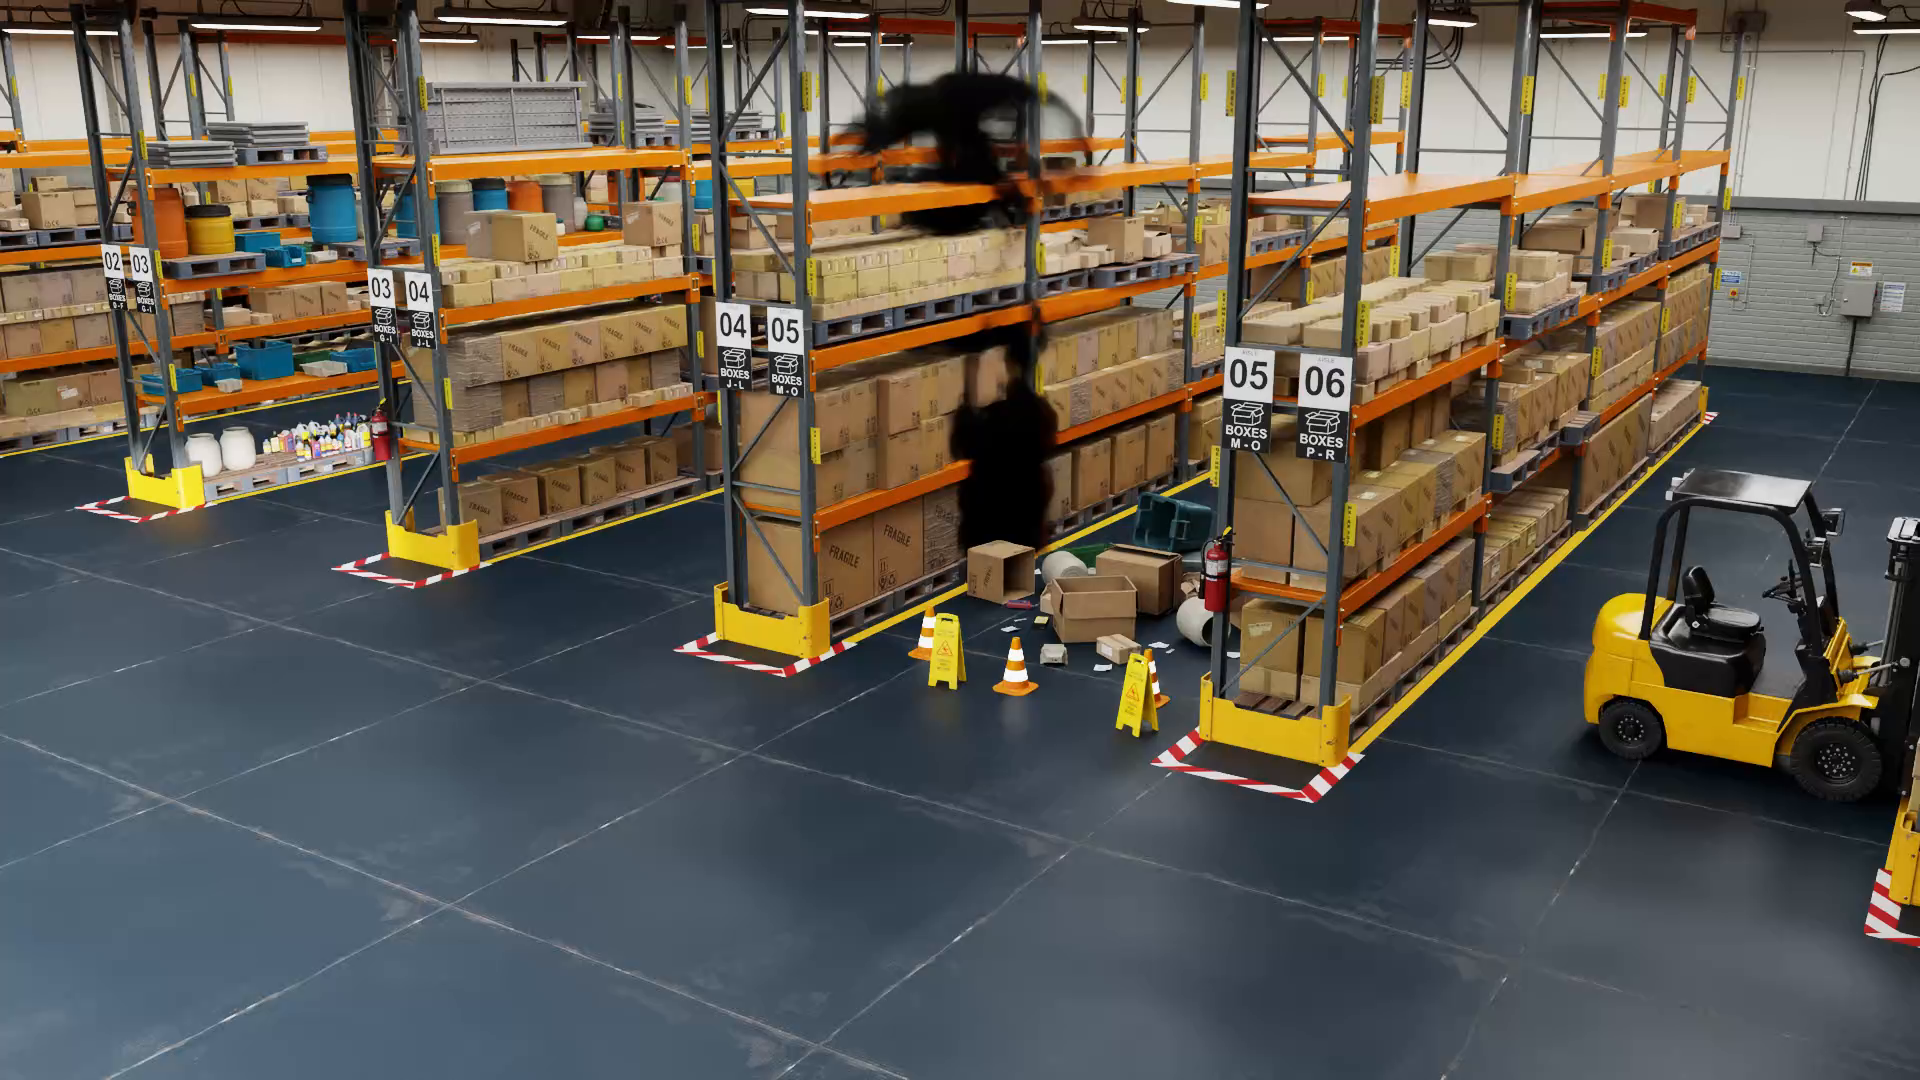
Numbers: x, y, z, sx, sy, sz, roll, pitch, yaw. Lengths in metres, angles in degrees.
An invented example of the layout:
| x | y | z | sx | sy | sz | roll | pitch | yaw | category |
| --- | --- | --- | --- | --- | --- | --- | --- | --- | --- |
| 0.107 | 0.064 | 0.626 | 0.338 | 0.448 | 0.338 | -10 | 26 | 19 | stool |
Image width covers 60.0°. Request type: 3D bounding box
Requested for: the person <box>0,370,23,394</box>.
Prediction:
| x | y | z | sx | sy | sz | roll | pitch | yaw | category |
| --- | --- | --- | --- | --- | --- | --- | --- | --- | --- |
| -14.771 | -2.752 | 25.841 | 0.668 | 1.749 | 0.583 | 6 | 17 | 21 | person |

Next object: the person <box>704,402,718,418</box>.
| x | y | z | sx | sy | sz | roll | pitch | yaw | category |
| --- | --- | --- | --- | --- | --- | --- | --- | --- | --- |
| -3.659 | -2.278 | 24.334 | 0.645 | 1.667 | 0.558 | 11 | 19 | 34 | person |
